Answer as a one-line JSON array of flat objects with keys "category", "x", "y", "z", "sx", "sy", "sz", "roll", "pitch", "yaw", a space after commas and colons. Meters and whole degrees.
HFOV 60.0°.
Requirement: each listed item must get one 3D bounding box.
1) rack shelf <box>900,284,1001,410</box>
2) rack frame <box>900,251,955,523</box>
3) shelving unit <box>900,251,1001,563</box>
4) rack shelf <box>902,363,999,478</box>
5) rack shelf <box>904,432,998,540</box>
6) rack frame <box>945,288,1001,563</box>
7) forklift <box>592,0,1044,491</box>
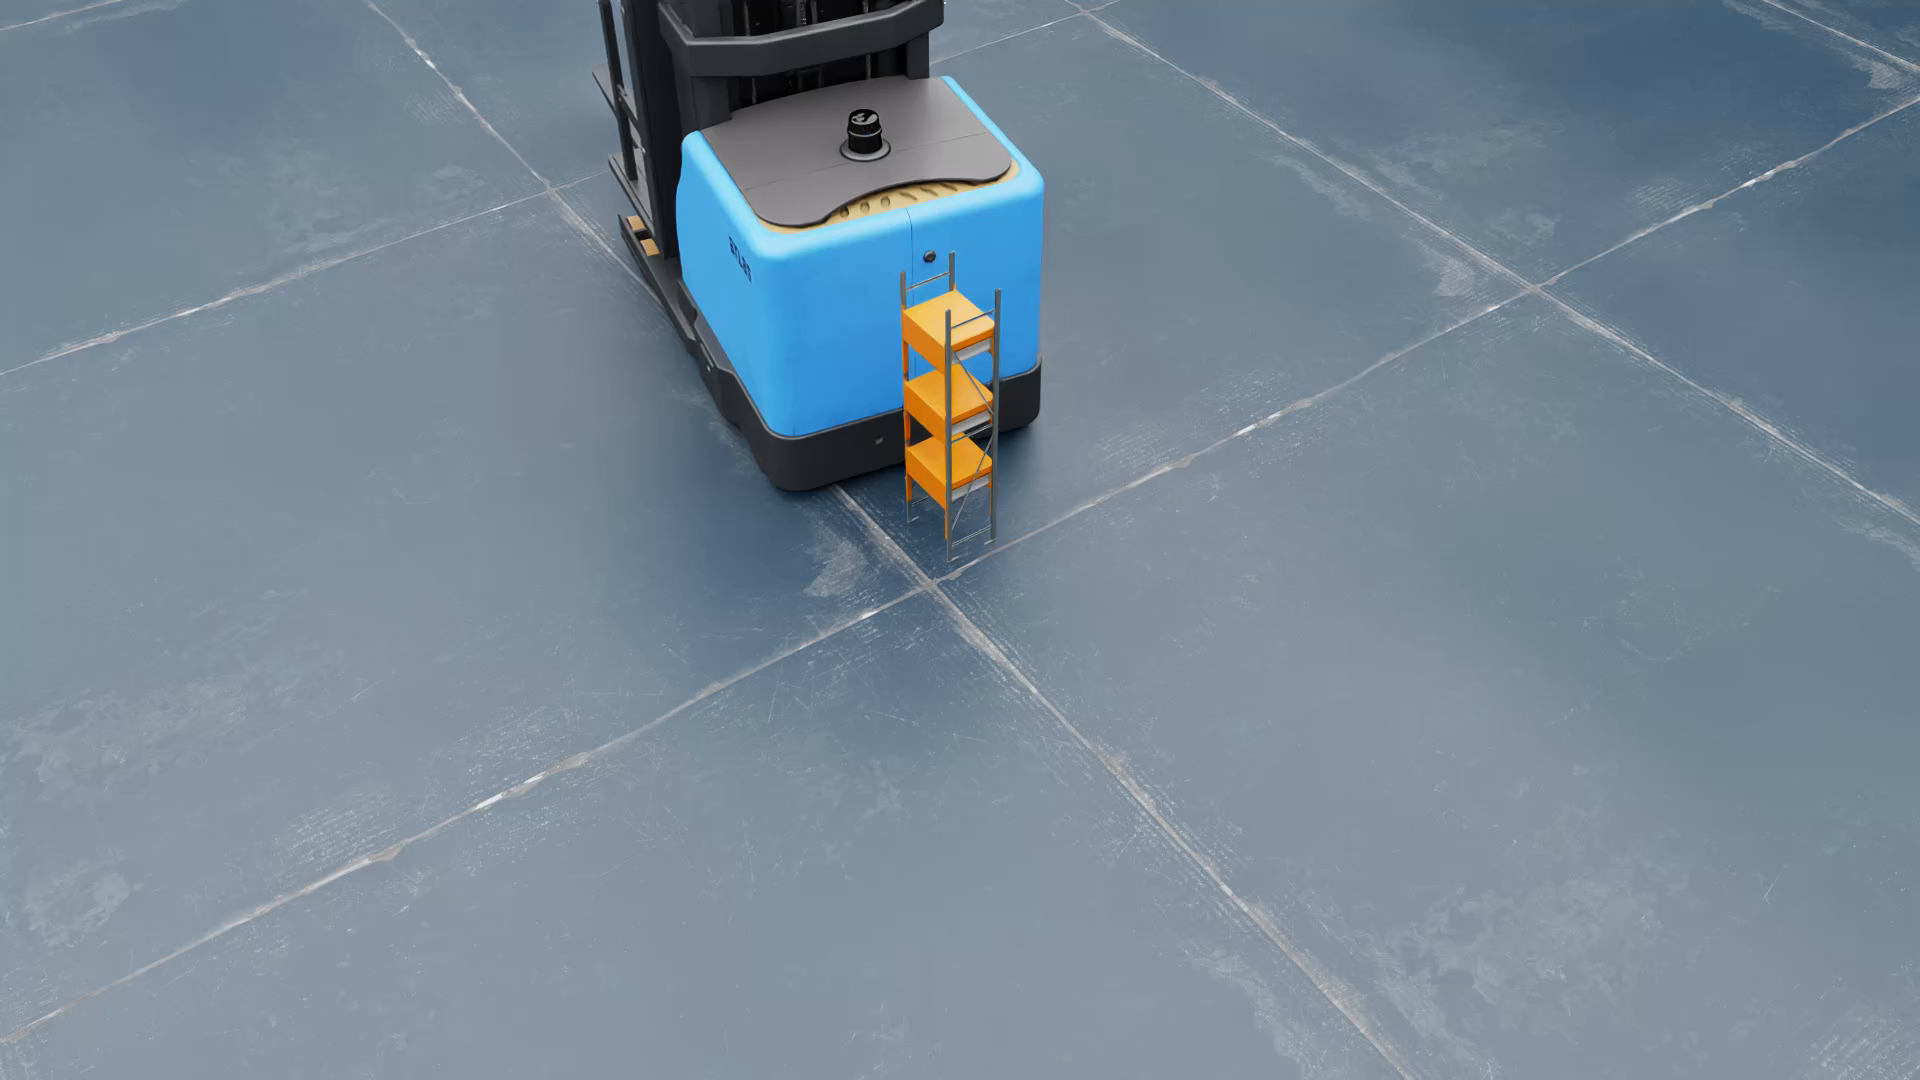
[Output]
[{"category": "rack shelf", "x": -0.031, "y": -0.608, "z": 5.231, "sx": 0.215, "sy": 0.259, "sz": 0.240, "roll": -26, "pitch": 49, "yaw": -24}, {"category": "rack frame", "x": -0.100, "y": -0.479, "z": 5.492, "sx": 0.200, "sy": 1.050, "sz": 0.008, "roll": -26, "pitch": 49, "yaw": -24}, {"category": "shelving unit", "x": -0.031, "y": -0.410, "z": 5.419, "sx": 0.215, "sy": 1.050, "sz": 0.252, "roll": -26, "pitch": 49, "yaw": -24}, {"category": "rack shelf", "x": -0.031, "y": -0.402, "z": 5.427, "sx": 0.215, "sy": 0.259, "sz": 0.240, "roll": -26, "pitch": 49, "yaw": -24}, {"category": "rack shelf", "x": -0.031, "y": -0.201, "z": 5.618, "sx": 0.215, "sy": 0.259, "sz": 0.240, "roll": -26, "pitch": 49, "yaw": -24}, {"category": "rack frame", "x": 0.039, "y": -0.341, "z": 5.347, "sx": 0.200, "sy": 1.050, "sz": 0.008, "roll": -26, "pitch": 49, "yaw": -24}, {"category": "forklift", "x": -0.777, "y": -2.255, "z": 5.990, "sx": 1.130, "sy": 2.935, "sz": 3.031, "roll": -18, "pitch": 46, "yaw": -17}]
